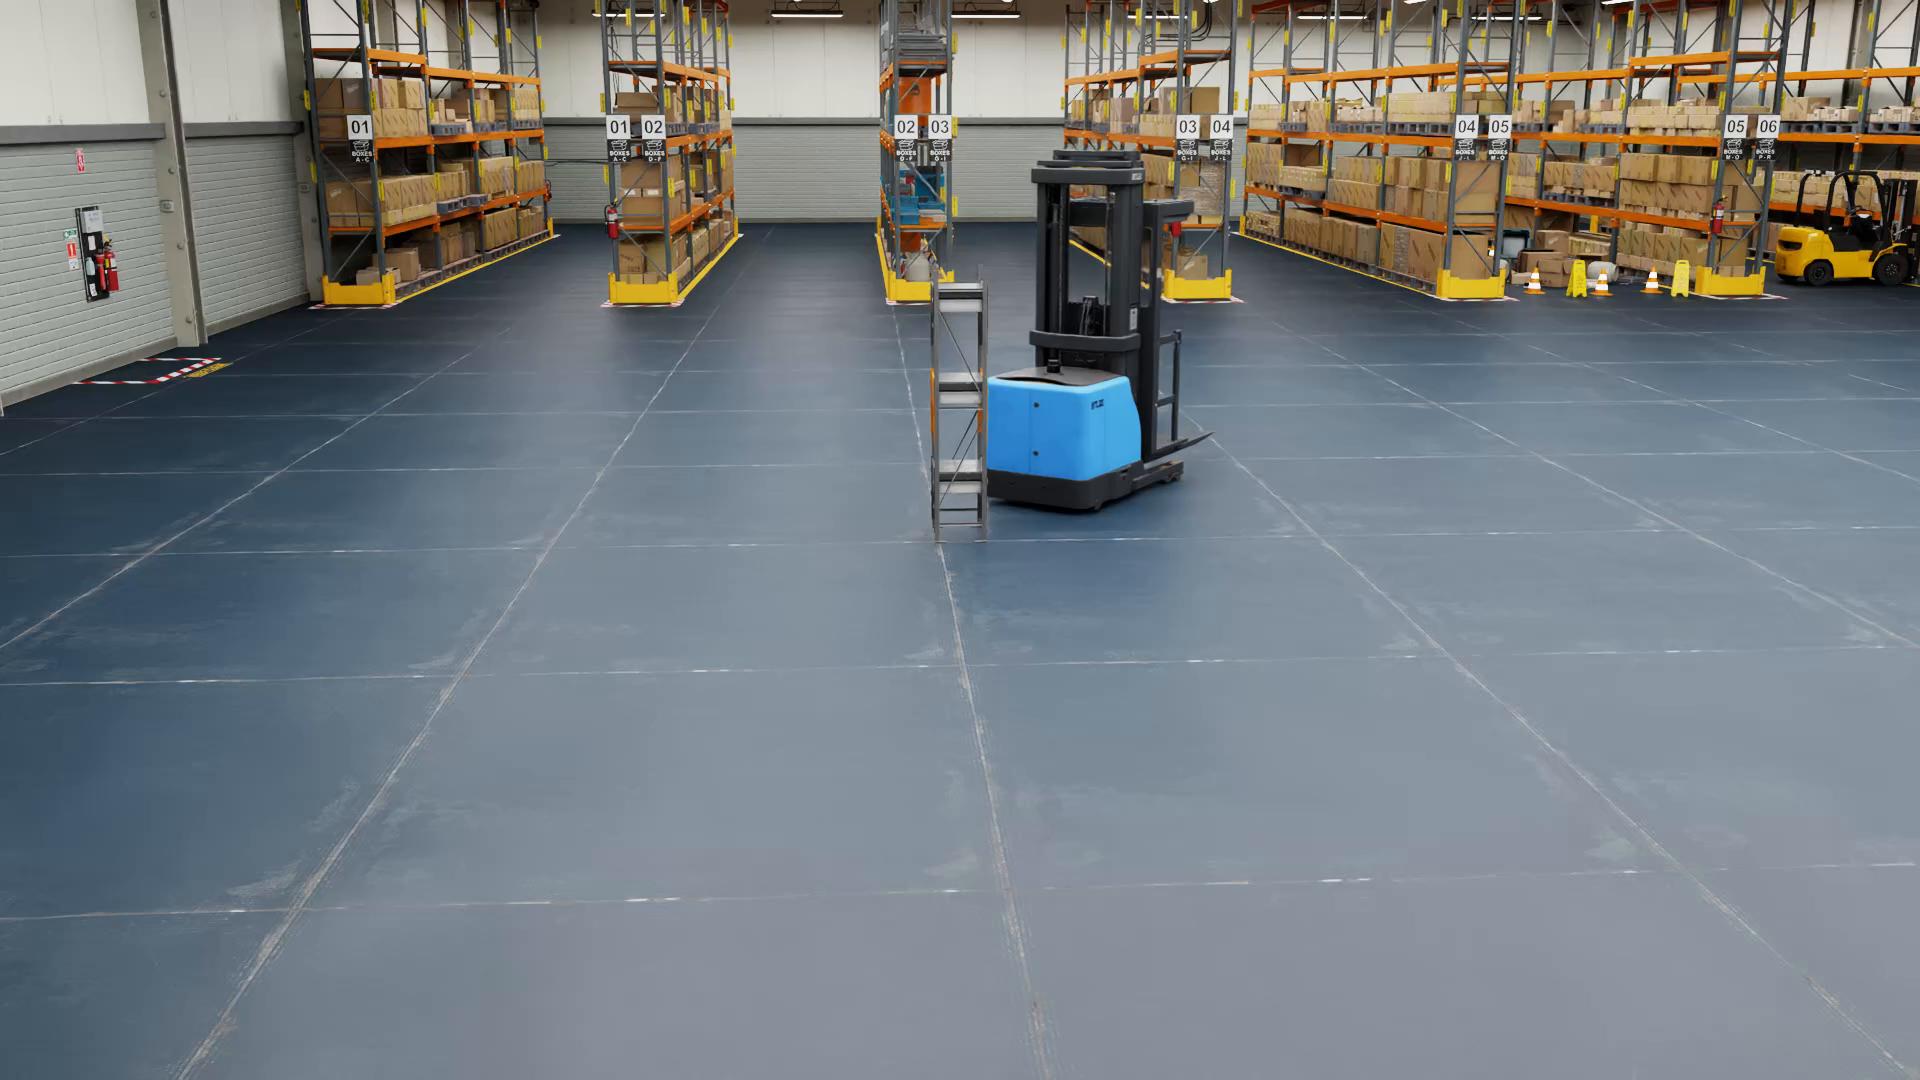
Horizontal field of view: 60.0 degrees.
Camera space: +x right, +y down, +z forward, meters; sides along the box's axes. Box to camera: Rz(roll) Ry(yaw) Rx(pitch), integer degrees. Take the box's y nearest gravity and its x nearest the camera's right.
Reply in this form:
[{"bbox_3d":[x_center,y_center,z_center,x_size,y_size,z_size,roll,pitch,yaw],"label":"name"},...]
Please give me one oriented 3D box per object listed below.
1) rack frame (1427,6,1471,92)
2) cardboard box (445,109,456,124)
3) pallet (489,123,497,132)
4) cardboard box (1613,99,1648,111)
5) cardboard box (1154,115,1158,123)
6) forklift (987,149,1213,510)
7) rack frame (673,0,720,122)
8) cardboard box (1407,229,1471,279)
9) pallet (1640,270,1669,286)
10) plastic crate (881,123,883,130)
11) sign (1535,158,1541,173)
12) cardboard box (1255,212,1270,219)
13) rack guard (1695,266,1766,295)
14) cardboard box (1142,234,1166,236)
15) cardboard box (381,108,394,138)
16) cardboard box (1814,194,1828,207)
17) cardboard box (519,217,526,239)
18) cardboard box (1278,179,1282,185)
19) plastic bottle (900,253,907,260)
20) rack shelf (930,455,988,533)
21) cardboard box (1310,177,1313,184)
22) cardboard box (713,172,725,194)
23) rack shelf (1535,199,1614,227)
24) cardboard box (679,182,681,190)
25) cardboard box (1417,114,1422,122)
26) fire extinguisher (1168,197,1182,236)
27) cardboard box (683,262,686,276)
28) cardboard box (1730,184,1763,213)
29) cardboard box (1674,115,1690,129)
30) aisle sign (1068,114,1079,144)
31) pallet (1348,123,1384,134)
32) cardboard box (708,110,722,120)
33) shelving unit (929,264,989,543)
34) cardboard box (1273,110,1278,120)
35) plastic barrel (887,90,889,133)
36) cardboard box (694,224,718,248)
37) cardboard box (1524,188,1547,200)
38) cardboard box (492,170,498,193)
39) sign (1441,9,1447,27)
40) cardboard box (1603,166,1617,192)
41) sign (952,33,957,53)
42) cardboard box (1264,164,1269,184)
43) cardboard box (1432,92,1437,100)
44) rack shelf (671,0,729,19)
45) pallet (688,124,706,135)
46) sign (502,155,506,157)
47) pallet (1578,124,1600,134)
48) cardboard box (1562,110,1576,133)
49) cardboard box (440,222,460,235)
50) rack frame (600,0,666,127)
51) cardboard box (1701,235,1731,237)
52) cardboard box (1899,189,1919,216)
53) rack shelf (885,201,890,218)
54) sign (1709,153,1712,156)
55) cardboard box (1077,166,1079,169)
[{"bbox_3d":[13.199,-12.864,44.964,1.000,3.000,0.127,-1,14,-3],"label":"rack frame"},{"bbox_3d":[-11.040,-8.775,34.845,0.797,0.503,0.637,1,14,4],"label":"cardboard box"},{"bbox_3d":[-11.193,-9.385,37.842,1.003,0.211,1.213,0,14,-1],"label":"pallet"},{"bbox_3d":[13.779,-8.942,34.195,0.500,0.250,0.500,-1,14,-2],"label":"cardboard box"},{"bbox_3d":[3.882,-7.985,31.522,0.380,0.149,0.250,-1,14,-5],"label":"cardboard box"},{"bbox_3d":[1.384,-1.984,14.856,1.130,2.935,3.031,9,17,31],"label":"forklift"},{"bbox_3d":[-6.332,-11.564,39.912,1.000,3.000,0.127,-1,14,-3],"label":"rack frame"},{"bbox_3d":[9.091,-5.439,31.565,0.875,0.875,0.875,-1,14,-4],"label":"cardboard box"},{"bbox_3d":[14.098,-5.153,32.631,1.003,0.211,1.213,-1,14,-3],"label":"pallet"},{"bbox_3d":[-1.716,-10.185,40.997,0.450,0.188,0.662,-1,14,-3],"label":"plastic crate"},{"bbox_3d":[13.141,-8.520,37.798,0.100,0.325,0.005,-1,14,-3],"label":"sign"},{"bbox_3d":[8.081,-8.641,44.273,0.380,0.149,0.250,-2,15,-6],"label":"cardboard box"},{"bbox_3d":[14.186,-4.788,30.631,1.175,0.500,0.348,-1,14,-3],"label":"rack guard"},{"bbox_3d":[3.989,-6.235,35.372,0.700,0.500,0.500,-2,15,-8],"label":"cardboard box"},{"bbox_3d":[-10.301,-7.329,29.230,0.500,0.500,0.500,0,14,0],"label":"cardboard box"},{"bbox_3d":[18.567,-7.225,35.389,0.500,0.250,0.500,-1,14,-4],"label":"cardboard box"},{"bbox_3d":[-11.220,-7.762,41.347,0.700,0.500,0.500,-1,14,-3],"label":"cardboard box"},{"bbox_3d":[8.078,-8.839,41.021,0.380,0.149,0.250,-2,15,-6],"label":"cardboard box"},{"bbox_3d":[-1.112,-5.470,32.699,0.144,0.351,0.185,-1,14,-3],"label":"plastic bottle"},{"bbox_3d":[-0.010,-0.367,13.103,0.431,0.518,0.480,-1,14,-3],"label":"rack shelf"},{"bbox_3d":[8.257,-8.275,38.234,0.380,0.149,0.250,0,14,-1],"label":"cardboard box"},{"bbox_3d":[-6.091,-8.838,41.156,0.500,0.500,0.500,-1,14,-2],"label":"cardboard box"},{"bbox_3d":[13.819,-7.123,36.135,1.077,0.370,4.000,-1,14,-3],"label":"rack shelf"},{"bbox_3d":[-5.556,-6.775,31.838,0.380,0.149,0.250,-1,14,-4],"label":"cardboard box"},{"bbox_3d":[8.803,-7.917,31.219,0.380,0.149,0.250,-1,14,-3],"label":"cardboard box"},{"bbox_3d":[3.846,-5.753,29.523,0.296,0.674,0.183,-1,14,-3],"label":"fire extinguisher"},{"bbox_3d":[-5.522,-5.180,31.816,0.500,0.250,0.500,-1,14,-3],"label":"cardboard box"},{"bbox_3d":[14.438,-6.294,30.671,0.500,0.500,0.500,-1,14,-4],"label":"cardboard box"},{"bbox_3d":[13.823,-7.881,31.320,0.500,0.250,0.500,0,14,-2],"label":"cardboard box"},{"bbox_3d":[3.004,-11.078,44.844,0.394,0.787,0.004,-1,14,-3],"label":"aisle sign"},{"bbox_3d":[8.925,-8.791,35.534,1.003,0.211,1.213,0,14,-1],"label":"pallet"},{"bbox_3d":[-6.114,-10.406,40.727,0.500,0.250,0.500,-1,14,-3],"label":"cardboard box"},{"bbox_3d":[-0.010,-1.058,12.925,0.431,2.100,0.503,-1,14,-3],"label":"shelving unit"},{"bbox_3d":[8.209,-10.725,41.968,0.500,0.250,0.500,-1,15,-6],"label":"cardboard box"},{"bbox_3d":[-1.221,-8.889,34.527,0.600,0.901,0.708,-1,14,-3],"label":"plastic barrel"},{"bbox_3d":[-5.891,-7.039,38.498,0.500,0.500,0.500,-1,14,-4],"label":"cardboard box"},{"bbox_3d":[13.404,-8.018,38.471,0.500,0.250,0.500,-1,14,-5],"label":"cardboard box"},{"bbox_3d":[-10.855,-8.167,37.912,0.500,0.500,0.500,-1,14,-4],"label":"cardboard box"},{"bbox_3d":[9.564,-10.309,32.843,0.100,0.325,0.005,-1,14,-3],"label":"sign"},{"bbox_3d":[13.685,-7.481,34.443,0.500,0.500,0.500,-1,14,-4],"label":"cardboard box"},{"bbox_3d":[-0.095,-8.561,28.661,0.100,0.325,0.005,-1,14,-3],"label":"sign"},{"bbox_3d":[8.140,-9.423,42.834,0.500,0.500,0.500,-1,14,-4],"label":"cardboard box"},{"bbox_3d":[8.849,-8.116,30.389,0.380,0.149,0.250,-1,14,-2],"label":"cardboard box"},{"bbox_3d":[-6.456,-13.323,41.521,1.077,0.370,4.000,-1,14,-3],"label":"rack shelf"},{"bbox_3d":[-5.880,-8.580,34.712,1.003,0.211,1.213,0,14,-1],"label":"pallet"},{"bbox_3d":[-12.078,-10.027,44.080,0.100,0.325,0.005,-1,14,-3],"label":"sign"},{"bbox_3d":[13.943,-8.749,35.367,1.213,0.211,1.003,-1,14,-3],"label":"pallet"},{"bbox_3d":[13.743,-9.234,36.676,0.700,0.500,0.500,-1,14,-3],"label":"cardboard box"},{"bbox_3d":[-10.958,-6.631,35.408,0.500,0.250,0.500,-1,14,-2],"label":"cardboard box"},{"bbox_3d":[-5.588,-8.580,28.313,1.000,3.000,0.127,-1,14,-3],"label":"rack frame"},{"bbox_3d":[14.377,-5.555,31.767,0.500,0.500,0.500,-1,14,-6],"label":"cardboard box"},{"bbox_3d":[18.755,-6.605,32.477,0.500,0.500,0.500,-1,14,-3],"label":"cardboard box"},{"bbox_3d":[-1.016,-6.894,35.243,1.077,0.370,4.000,-1,14,-3],"label":"rack shelf"},{"bbox_3d":[18.954,-9.611,42.039,0.100,0.325,0.005,-1,14,-3],"label":"sign"},{"bbox_3d":[3.234,-9.480,42.051,0.500,0.500,0.500,-1,14,-3],"label":"cardboard box"}]
